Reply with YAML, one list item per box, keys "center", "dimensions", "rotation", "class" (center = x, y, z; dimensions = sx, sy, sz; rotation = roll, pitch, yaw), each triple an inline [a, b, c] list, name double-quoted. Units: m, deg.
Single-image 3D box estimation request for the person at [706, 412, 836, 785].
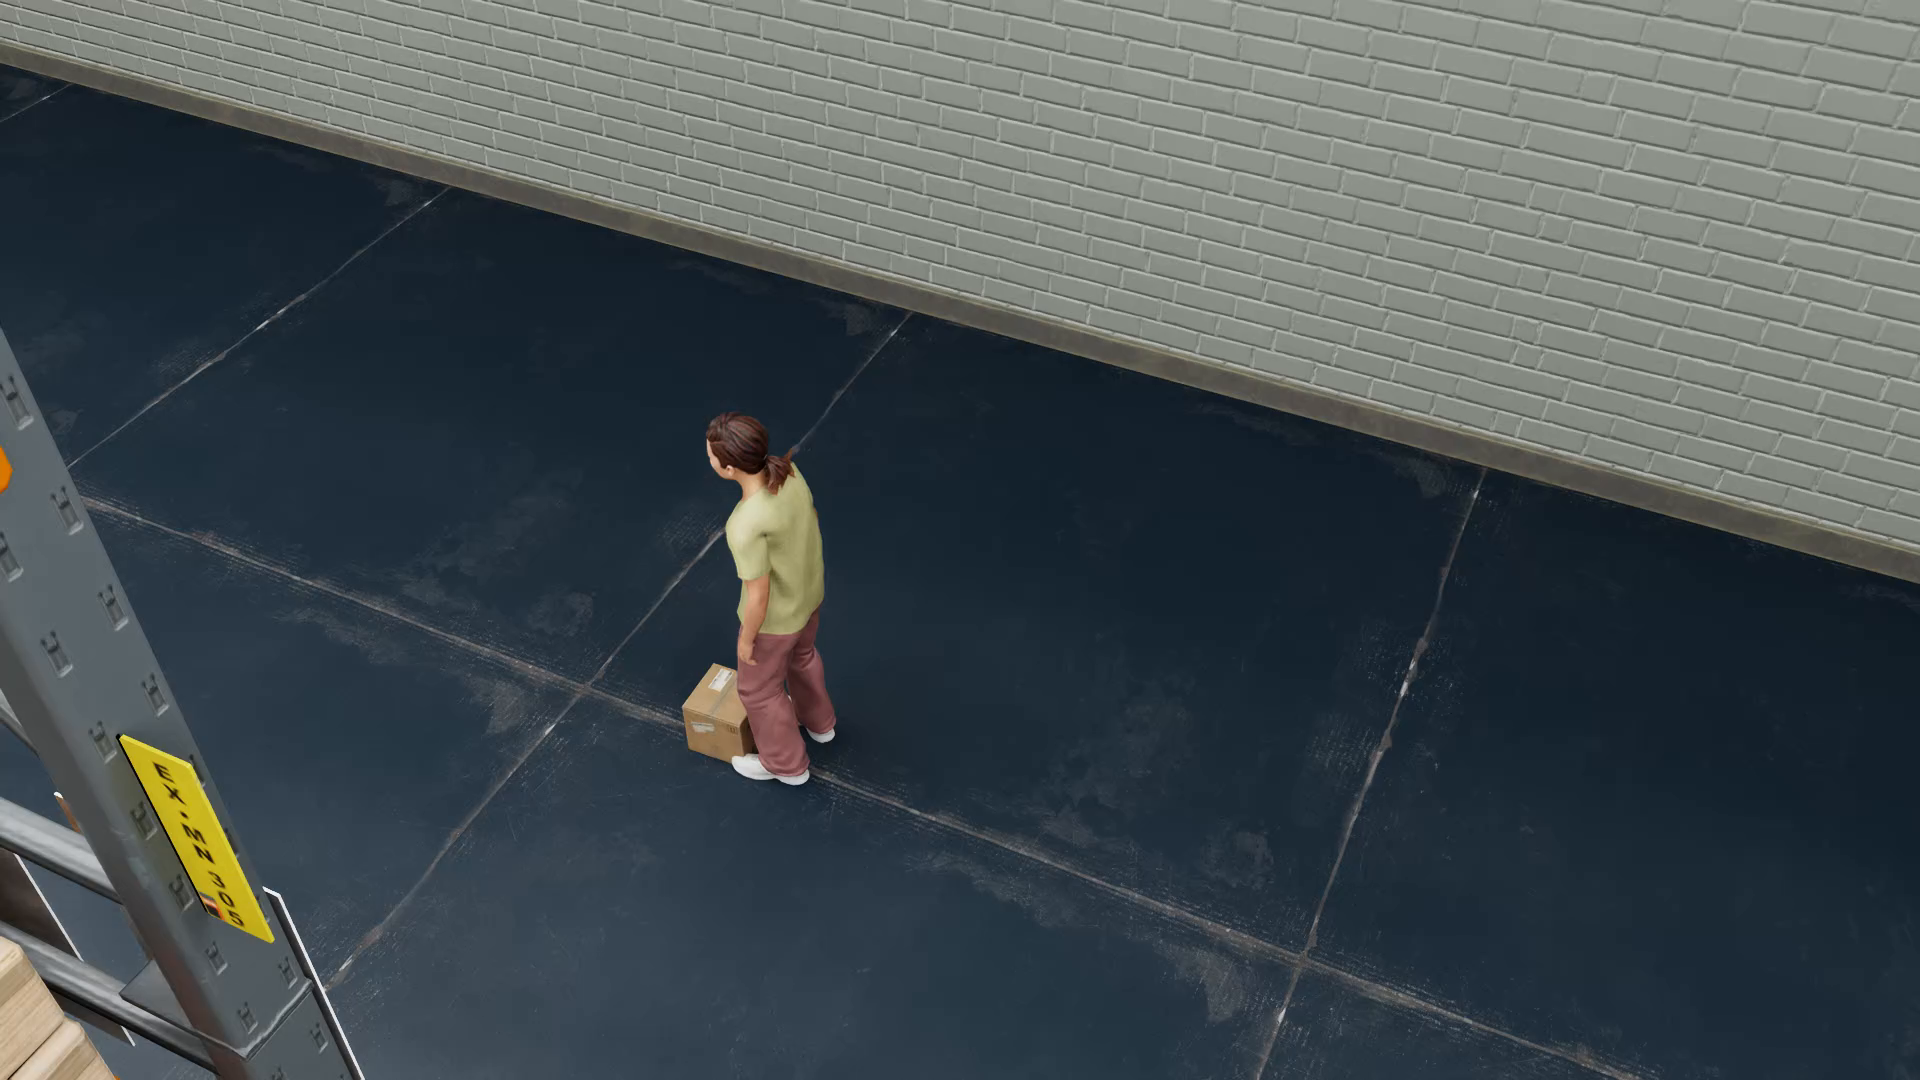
- center: [-0.668, 0.221, 5.918]
  dimensions: [0.361, 1.671, 0.515]
  rotation: [15, 44, 16]
  class: "person"
